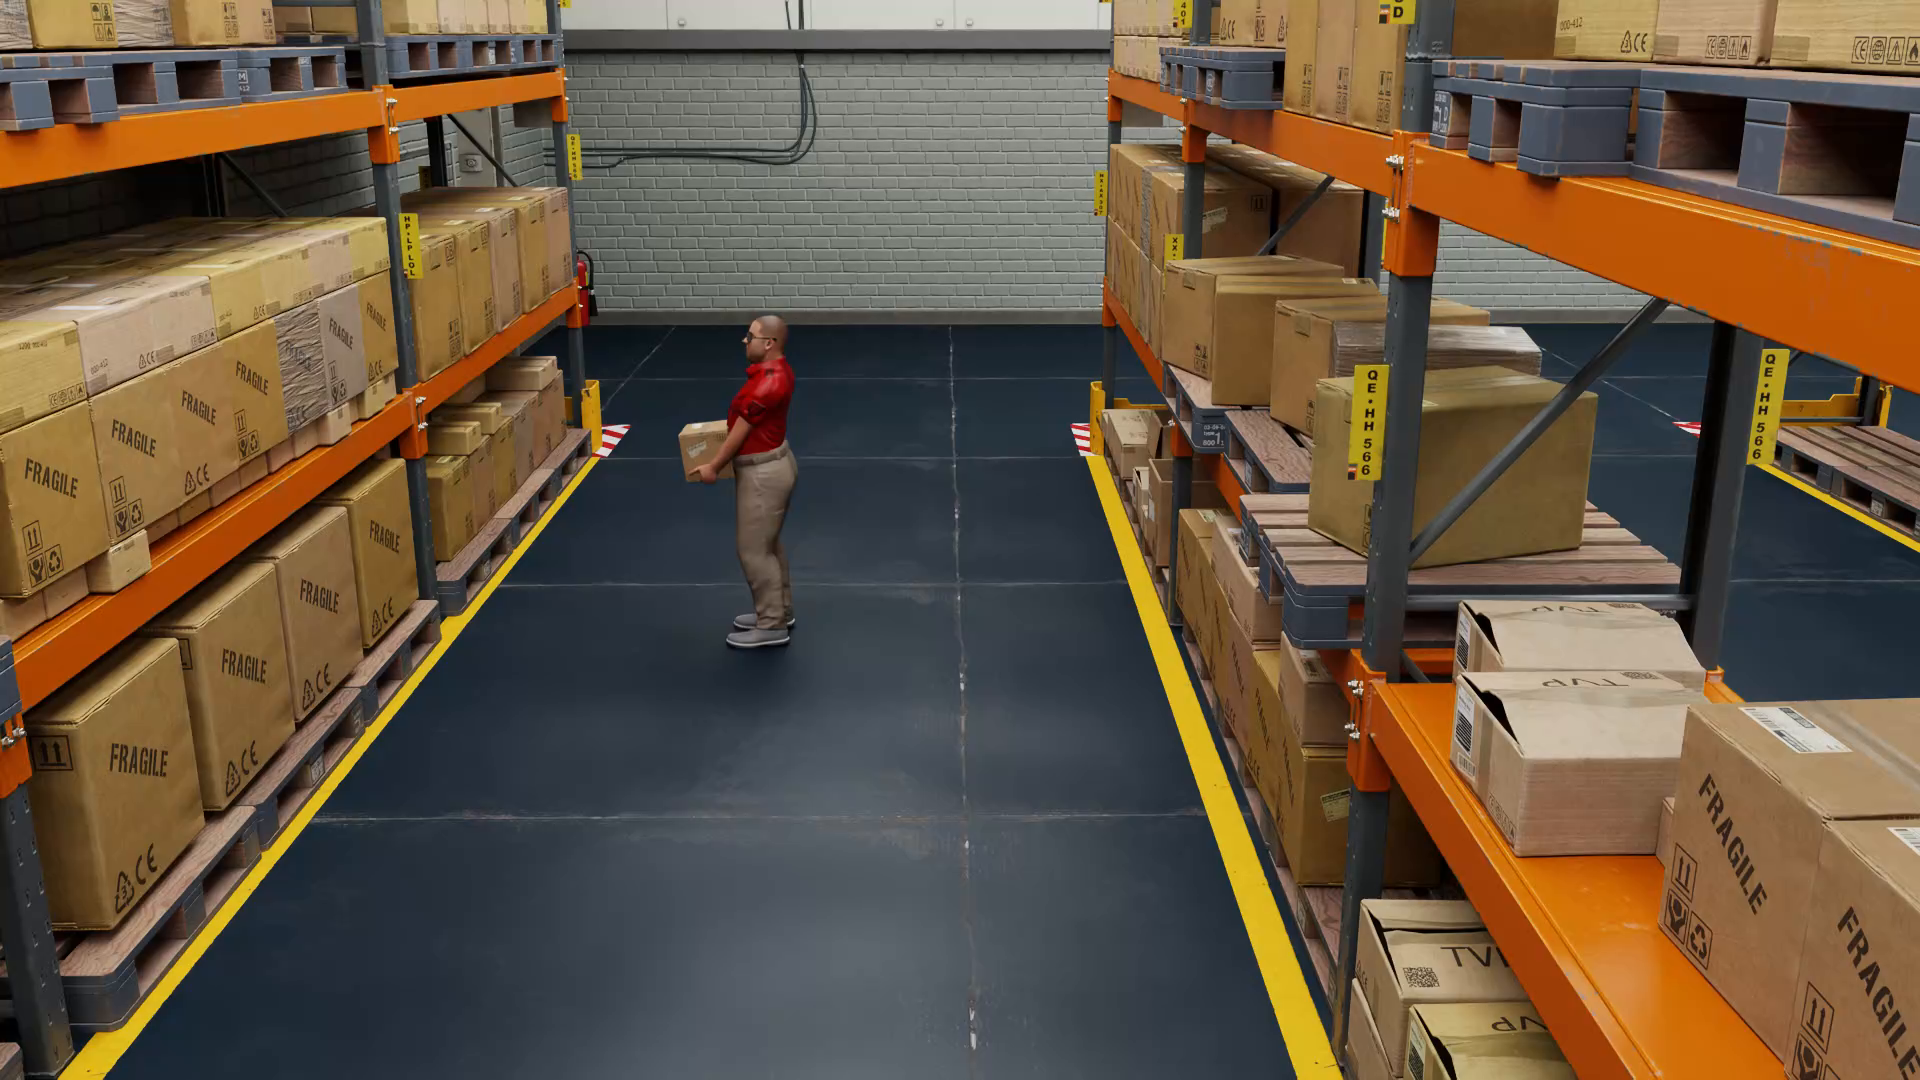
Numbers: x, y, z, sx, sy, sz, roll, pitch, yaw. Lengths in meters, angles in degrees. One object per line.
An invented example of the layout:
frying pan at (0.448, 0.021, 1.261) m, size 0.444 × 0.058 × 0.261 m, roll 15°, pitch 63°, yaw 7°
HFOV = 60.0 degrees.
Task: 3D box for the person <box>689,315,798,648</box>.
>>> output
person at (-1.115, -0.308, 8.603) m, size 0.537 × 1.717 × 0.494 m, roll 0°, pitch 17°, yaw 0°
